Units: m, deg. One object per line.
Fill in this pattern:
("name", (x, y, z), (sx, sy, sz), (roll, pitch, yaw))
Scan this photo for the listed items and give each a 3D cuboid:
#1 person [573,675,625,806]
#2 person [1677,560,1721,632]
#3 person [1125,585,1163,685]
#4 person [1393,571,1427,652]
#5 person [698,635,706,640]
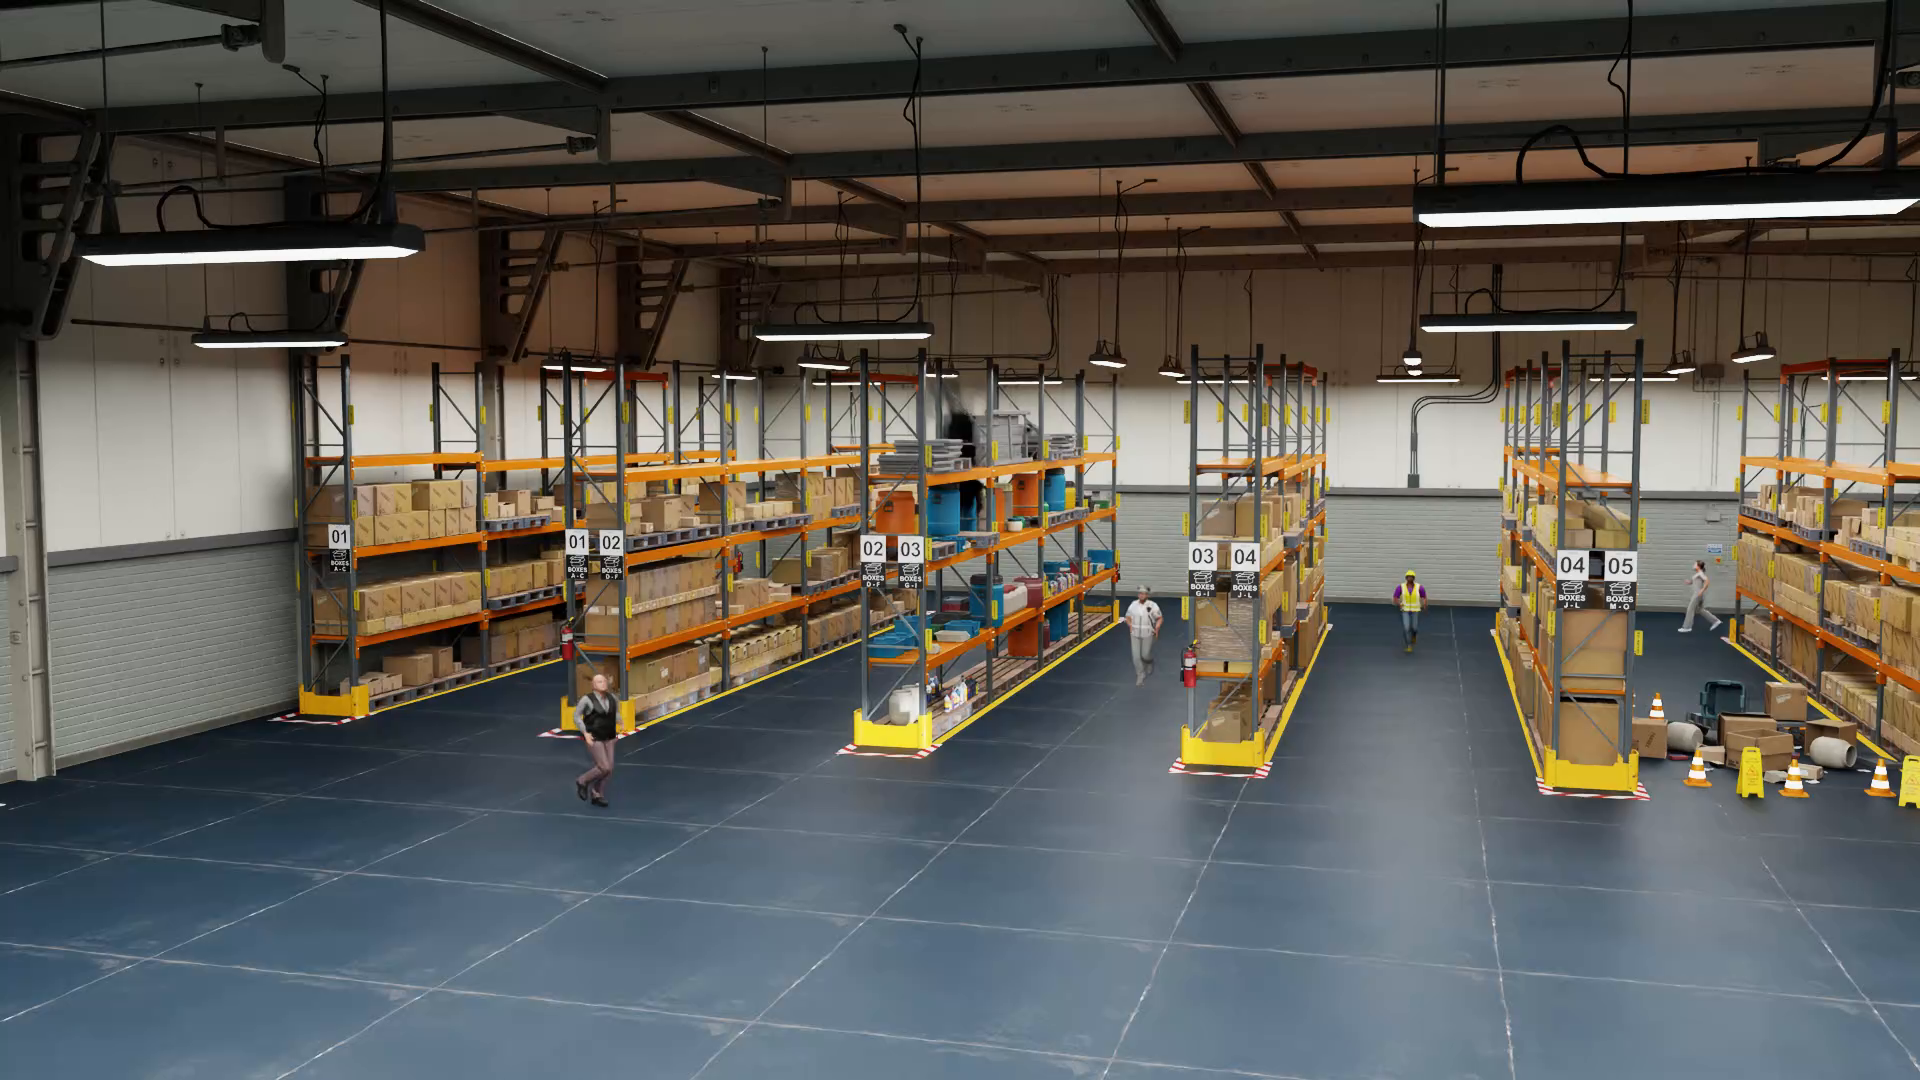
("person", (-4.588, 2.568, 21.325), (0.607, 1.689, 0.651), (4, 6, 40))
("person", (16.943, 1.293, 38.065), (0.922, 1.665, 0.575), (2, 5, 25))
("person", (3.211, 1.661, 29.201), (0.665, 1.757, 0.587), (1, 5, 19))
("person", (9.539, 1.506, 35.255), (0.703, 1.723, 0.587), (1, 4, 13))
("person", (-5.363, 1.568, 34.378), (0.570, 1.688, 0.904), (0, 4, 5))
